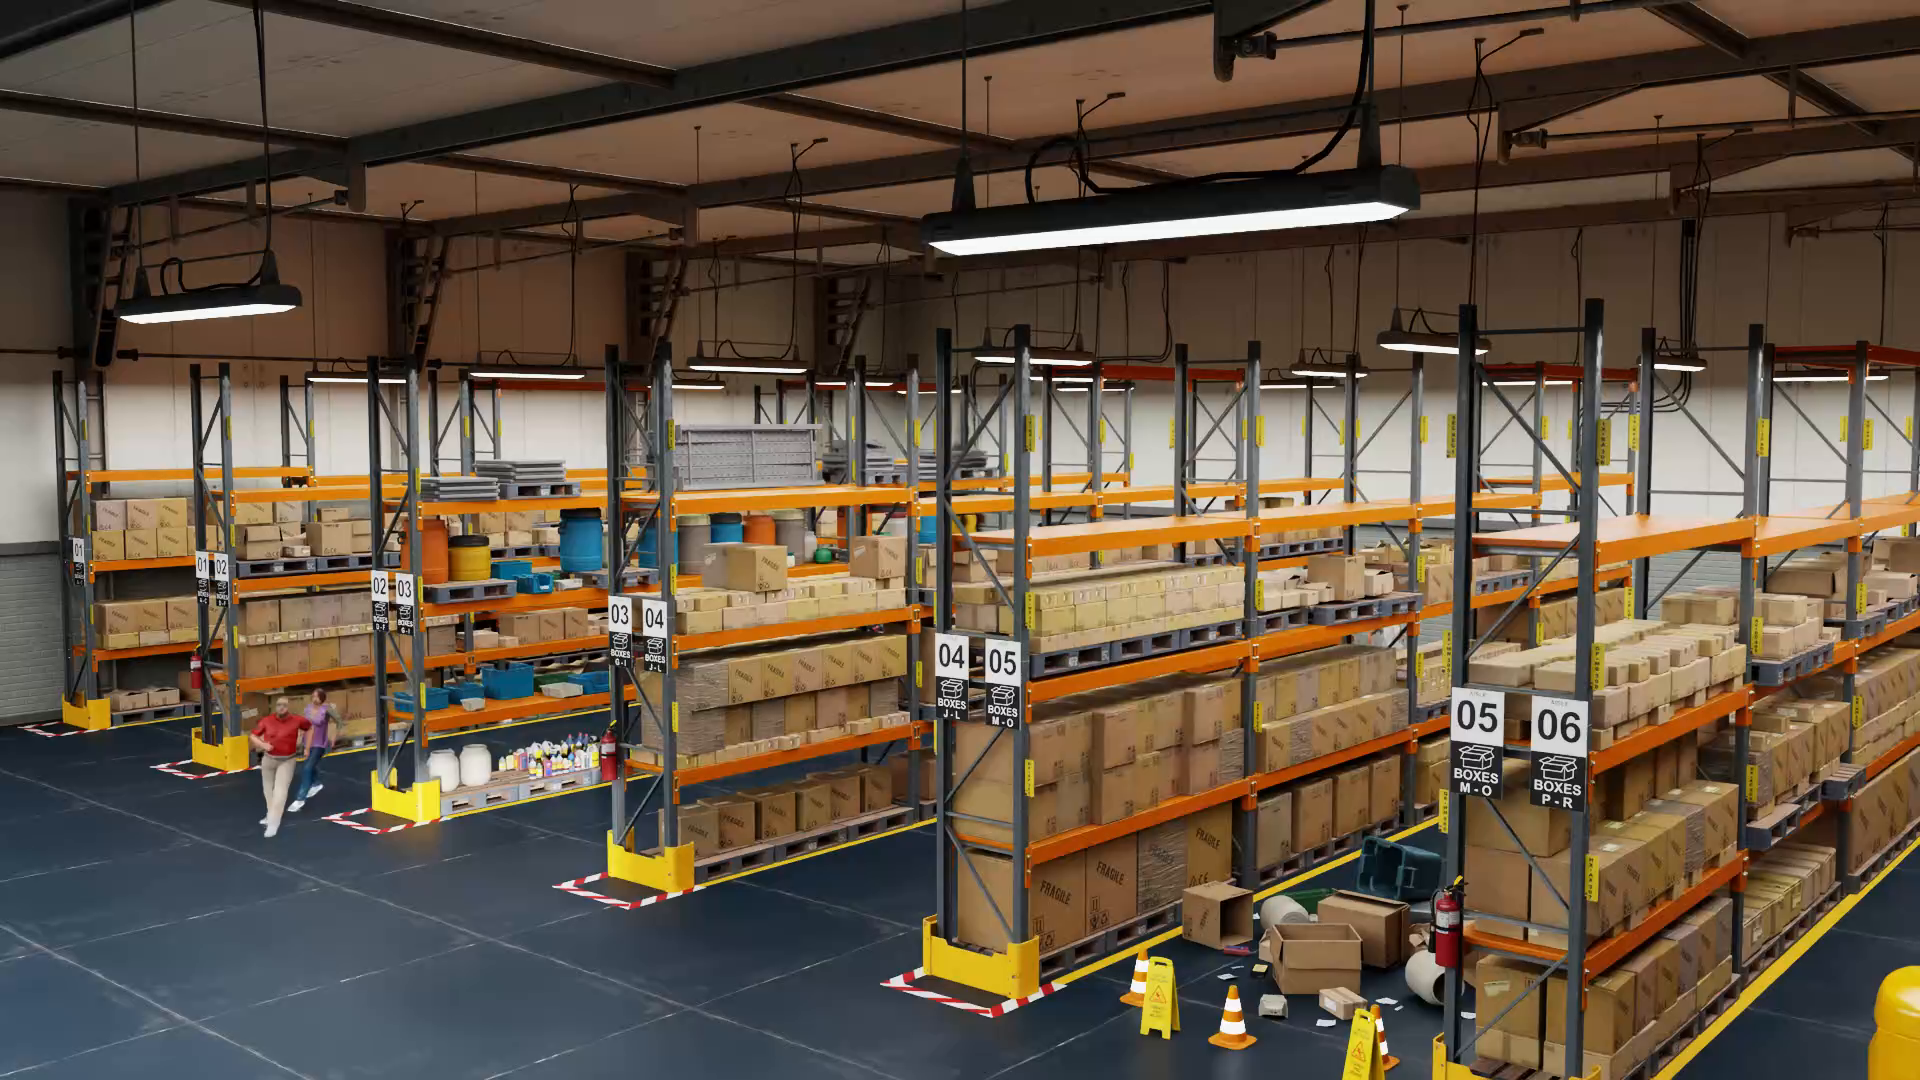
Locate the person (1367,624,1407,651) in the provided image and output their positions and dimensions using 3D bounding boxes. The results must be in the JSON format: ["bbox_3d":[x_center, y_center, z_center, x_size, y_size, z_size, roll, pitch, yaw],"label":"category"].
[{"bbox_3d":[7.971,2.066,30.547,0.715,1.755,0.911,-2,4,-23],"label":"person"}]

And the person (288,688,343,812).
[{"bbox_3d":[-8.620,2.762,22.223,0.609,1.586,0.842,1,4,13],"label":"person"}]

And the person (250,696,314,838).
[{"bbox_3d":[-8.510,2.827,20.874,0.711,1.773,0.760,-1,4,-9],"label":"person"}]
